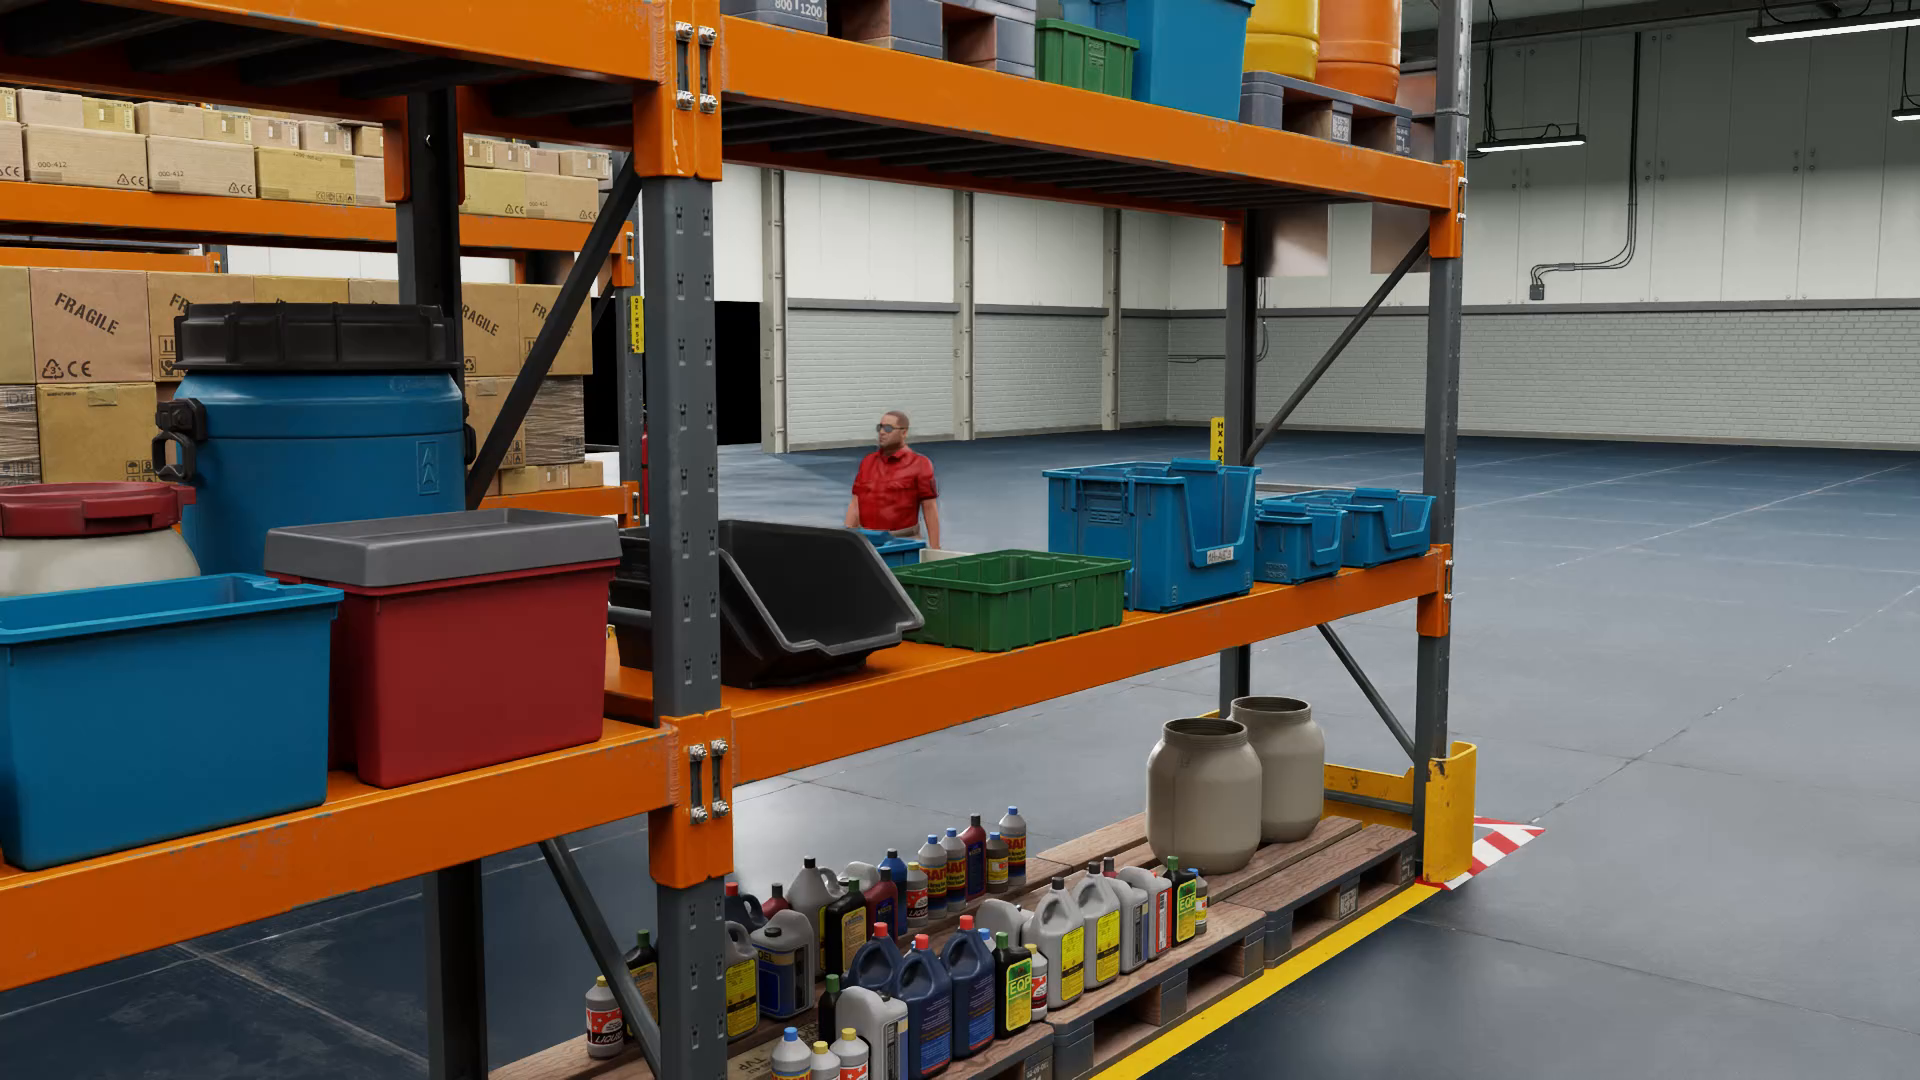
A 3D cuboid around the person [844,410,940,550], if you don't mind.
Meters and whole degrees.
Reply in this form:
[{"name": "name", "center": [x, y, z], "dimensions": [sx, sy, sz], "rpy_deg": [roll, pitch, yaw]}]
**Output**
[{"name": "person", "center": [-0.470, 0.095, 10.066], "dimensions": [0.578, 1.750, 0.816], "rpy_deg": [5, 8, 35]}]
